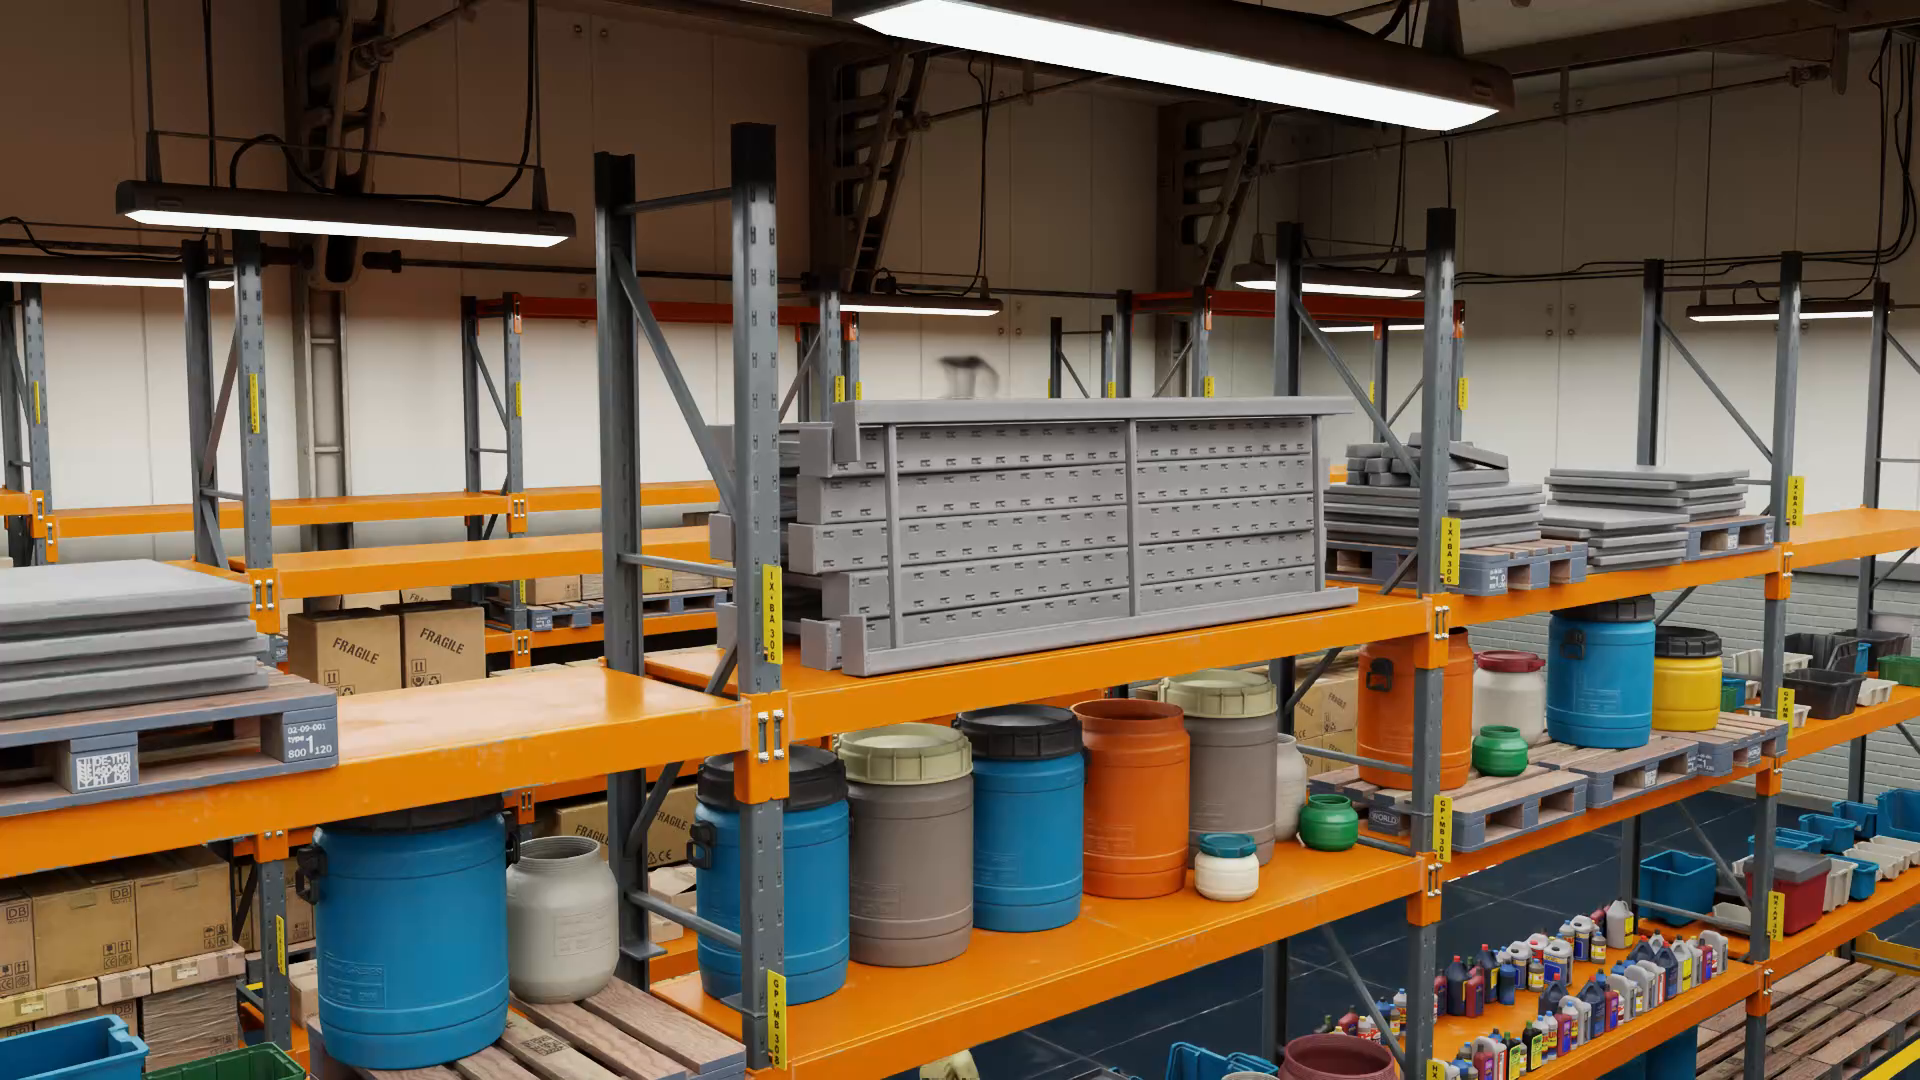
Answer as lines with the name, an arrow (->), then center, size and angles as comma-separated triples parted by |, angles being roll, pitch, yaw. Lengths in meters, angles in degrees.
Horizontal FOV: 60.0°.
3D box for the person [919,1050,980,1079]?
person -> 0.035, 3.441, 9.666 | 0.572, 1.656, 0.902 | 5, 8, 44
